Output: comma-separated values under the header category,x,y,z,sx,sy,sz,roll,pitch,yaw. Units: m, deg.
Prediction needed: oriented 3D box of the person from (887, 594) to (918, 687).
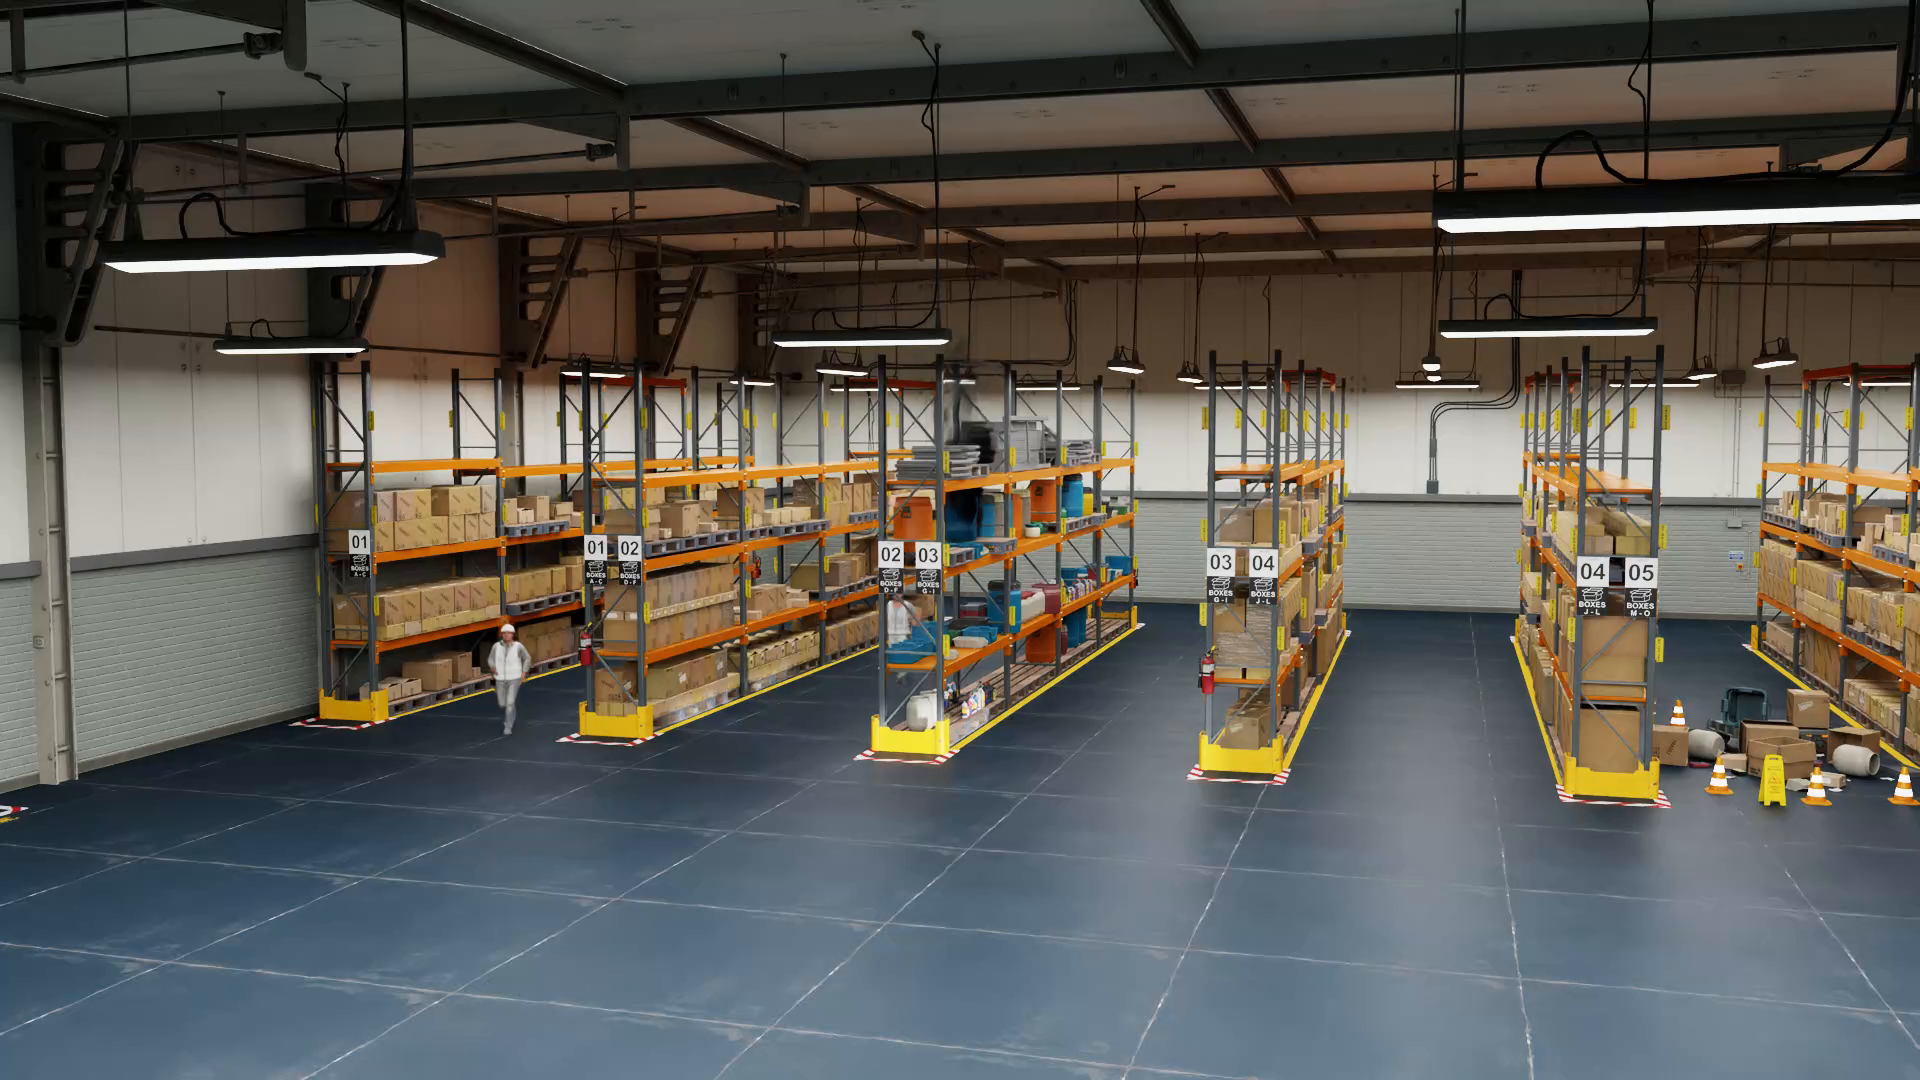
category,x,y,z,sx,sy,sz,roll,pitch,yaw
person,-1.129,1.726,29.670,0.648,1.813,0.642,1,4,14

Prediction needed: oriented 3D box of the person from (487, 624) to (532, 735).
category,x,y,z,sx,sy,sz,roll,pitch,yaw
person,-7.281,2.227,26.842,0.694,1.757,0.722,0,4,0
